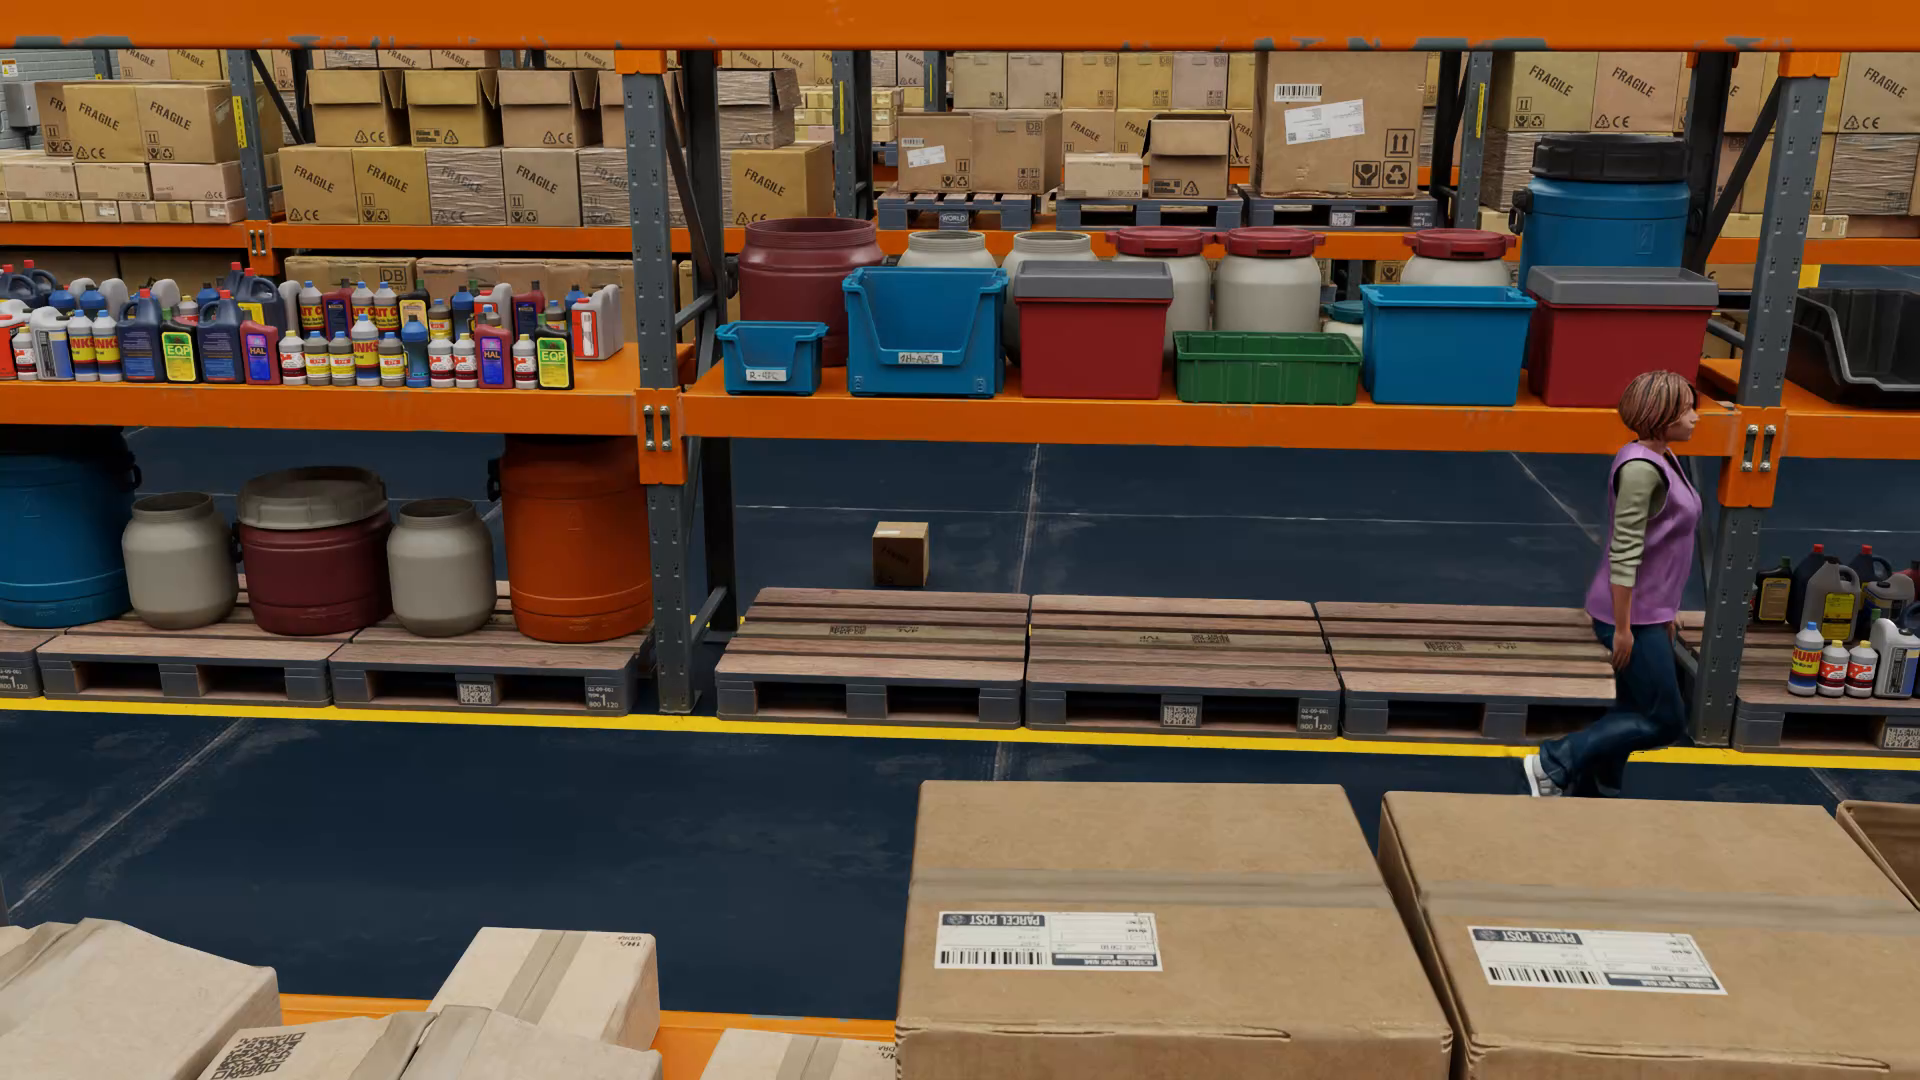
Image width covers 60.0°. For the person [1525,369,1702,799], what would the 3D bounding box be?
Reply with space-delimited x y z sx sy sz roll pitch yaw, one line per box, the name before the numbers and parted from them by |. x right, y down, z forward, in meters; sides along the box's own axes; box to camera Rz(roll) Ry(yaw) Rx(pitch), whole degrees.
person | 2.127 0.239 5.343 0.466 1.595 0.407 9 20 26
